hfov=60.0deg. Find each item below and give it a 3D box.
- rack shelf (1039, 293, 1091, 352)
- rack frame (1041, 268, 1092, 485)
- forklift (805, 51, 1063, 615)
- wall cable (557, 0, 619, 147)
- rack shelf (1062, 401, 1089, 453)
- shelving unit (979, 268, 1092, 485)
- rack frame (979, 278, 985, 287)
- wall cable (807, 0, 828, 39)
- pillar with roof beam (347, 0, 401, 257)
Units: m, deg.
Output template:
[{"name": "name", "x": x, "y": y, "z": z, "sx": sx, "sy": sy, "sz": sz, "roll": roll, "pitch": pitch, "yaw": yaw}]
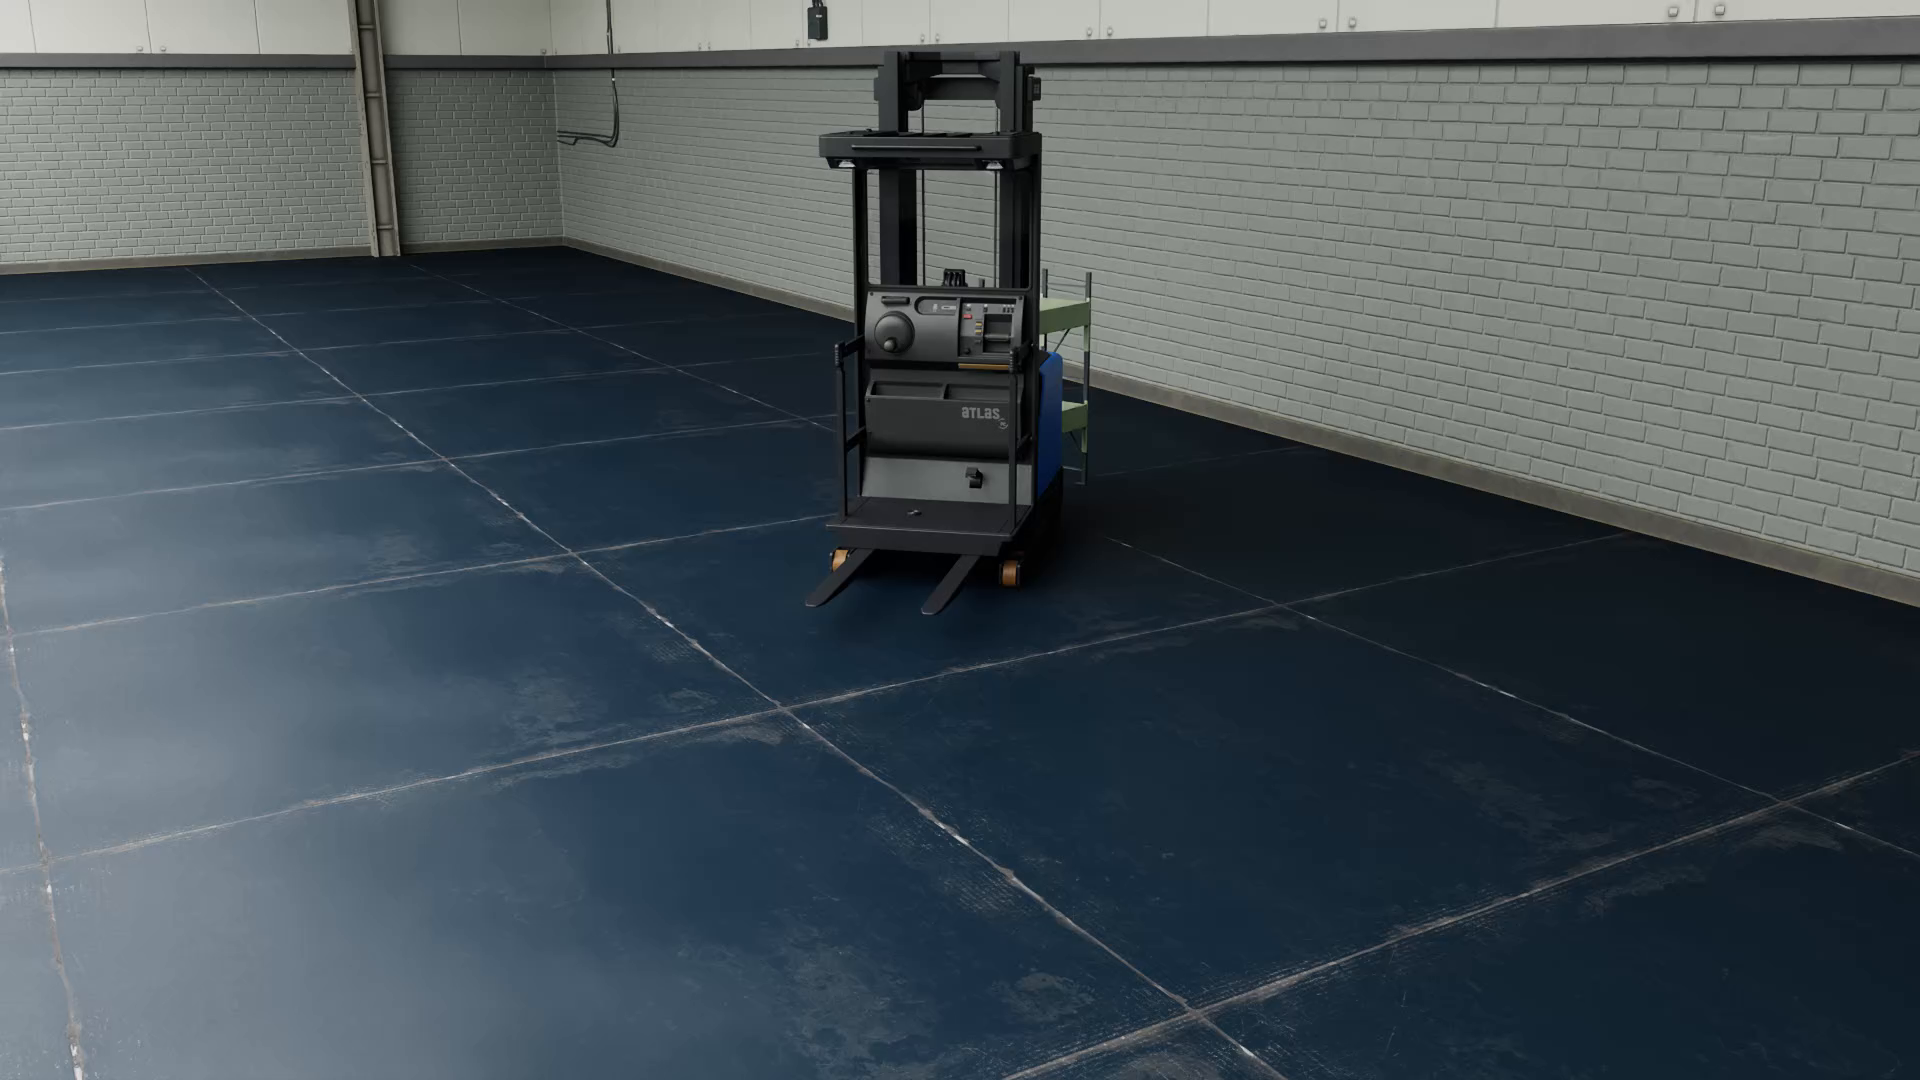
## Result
[{"name": "rack shelf", "x": 0.515, "y": -1.444, "z": 11.336, "sx": 0.431, "sy": 0.370, "sz": 0.720, "roll": 12, "pitch": 20, "yaw": 36}, {"name": "rack frame", "x": 0.739, "y": -1.146, "z": 11.719, "sx": 0.400, "sy": 1.500, "sz": 0.023, "roll": 12, "pitch": 20, "yaw": 36}, {"name": "forklift", "x": -0.133, "y": -1.246, "z": 9.424, "sx": 1.130, "sy": 2.935, "sz": 3.031, "roll": 3, "pitch": 16, "yaw": 12}, {"name": "wall cable", "x": -6.018, "y": -7.515, "z": 26.301, "sx": 0.112, "sy": 2.526, "sz": 3.097, "roll": -9, "pitch": 18, "yaw": -30}, {"name": "rack shelf", "x": 0.515, "y": -0.754, "z": 11.529, "sx": 0.431, "sy": 0.370, "sz": 0.720, "roll": 12, "pitch": 20, "yaw": 36}, {"name": "shelving unit", "x": 0.515, "y": -1.068, "z": 11.441, "sx": 0.431, "sy": 1.500, "sz": 0.755, "roll": 12, "pitch": 20, "yaw": 36}, {"name": "rack frame", "x": 0.290, "y": -0.990, "z": 11.163, "sx": 0.400, "sy": 1.500, "sz": 0.023, "roll": 12, "pitch": 20, "yaw": 36}, {"name": "wall cable", "x": -1.142, "y": -8.449, "z": 17.579, "sx": 0.169, "sy": 6.003, "sz": 2.305, "roll": -9, "pitch": 18, "yaw": -30}, {"name": "pillar with roof beam", "x": -7.007, "y": -7.911, "z": 21.959, "sx": 0.400, "sy": 9.000, "sz": 9.100, "roll": -9, "pitch": 18, "yaw": -30}]
